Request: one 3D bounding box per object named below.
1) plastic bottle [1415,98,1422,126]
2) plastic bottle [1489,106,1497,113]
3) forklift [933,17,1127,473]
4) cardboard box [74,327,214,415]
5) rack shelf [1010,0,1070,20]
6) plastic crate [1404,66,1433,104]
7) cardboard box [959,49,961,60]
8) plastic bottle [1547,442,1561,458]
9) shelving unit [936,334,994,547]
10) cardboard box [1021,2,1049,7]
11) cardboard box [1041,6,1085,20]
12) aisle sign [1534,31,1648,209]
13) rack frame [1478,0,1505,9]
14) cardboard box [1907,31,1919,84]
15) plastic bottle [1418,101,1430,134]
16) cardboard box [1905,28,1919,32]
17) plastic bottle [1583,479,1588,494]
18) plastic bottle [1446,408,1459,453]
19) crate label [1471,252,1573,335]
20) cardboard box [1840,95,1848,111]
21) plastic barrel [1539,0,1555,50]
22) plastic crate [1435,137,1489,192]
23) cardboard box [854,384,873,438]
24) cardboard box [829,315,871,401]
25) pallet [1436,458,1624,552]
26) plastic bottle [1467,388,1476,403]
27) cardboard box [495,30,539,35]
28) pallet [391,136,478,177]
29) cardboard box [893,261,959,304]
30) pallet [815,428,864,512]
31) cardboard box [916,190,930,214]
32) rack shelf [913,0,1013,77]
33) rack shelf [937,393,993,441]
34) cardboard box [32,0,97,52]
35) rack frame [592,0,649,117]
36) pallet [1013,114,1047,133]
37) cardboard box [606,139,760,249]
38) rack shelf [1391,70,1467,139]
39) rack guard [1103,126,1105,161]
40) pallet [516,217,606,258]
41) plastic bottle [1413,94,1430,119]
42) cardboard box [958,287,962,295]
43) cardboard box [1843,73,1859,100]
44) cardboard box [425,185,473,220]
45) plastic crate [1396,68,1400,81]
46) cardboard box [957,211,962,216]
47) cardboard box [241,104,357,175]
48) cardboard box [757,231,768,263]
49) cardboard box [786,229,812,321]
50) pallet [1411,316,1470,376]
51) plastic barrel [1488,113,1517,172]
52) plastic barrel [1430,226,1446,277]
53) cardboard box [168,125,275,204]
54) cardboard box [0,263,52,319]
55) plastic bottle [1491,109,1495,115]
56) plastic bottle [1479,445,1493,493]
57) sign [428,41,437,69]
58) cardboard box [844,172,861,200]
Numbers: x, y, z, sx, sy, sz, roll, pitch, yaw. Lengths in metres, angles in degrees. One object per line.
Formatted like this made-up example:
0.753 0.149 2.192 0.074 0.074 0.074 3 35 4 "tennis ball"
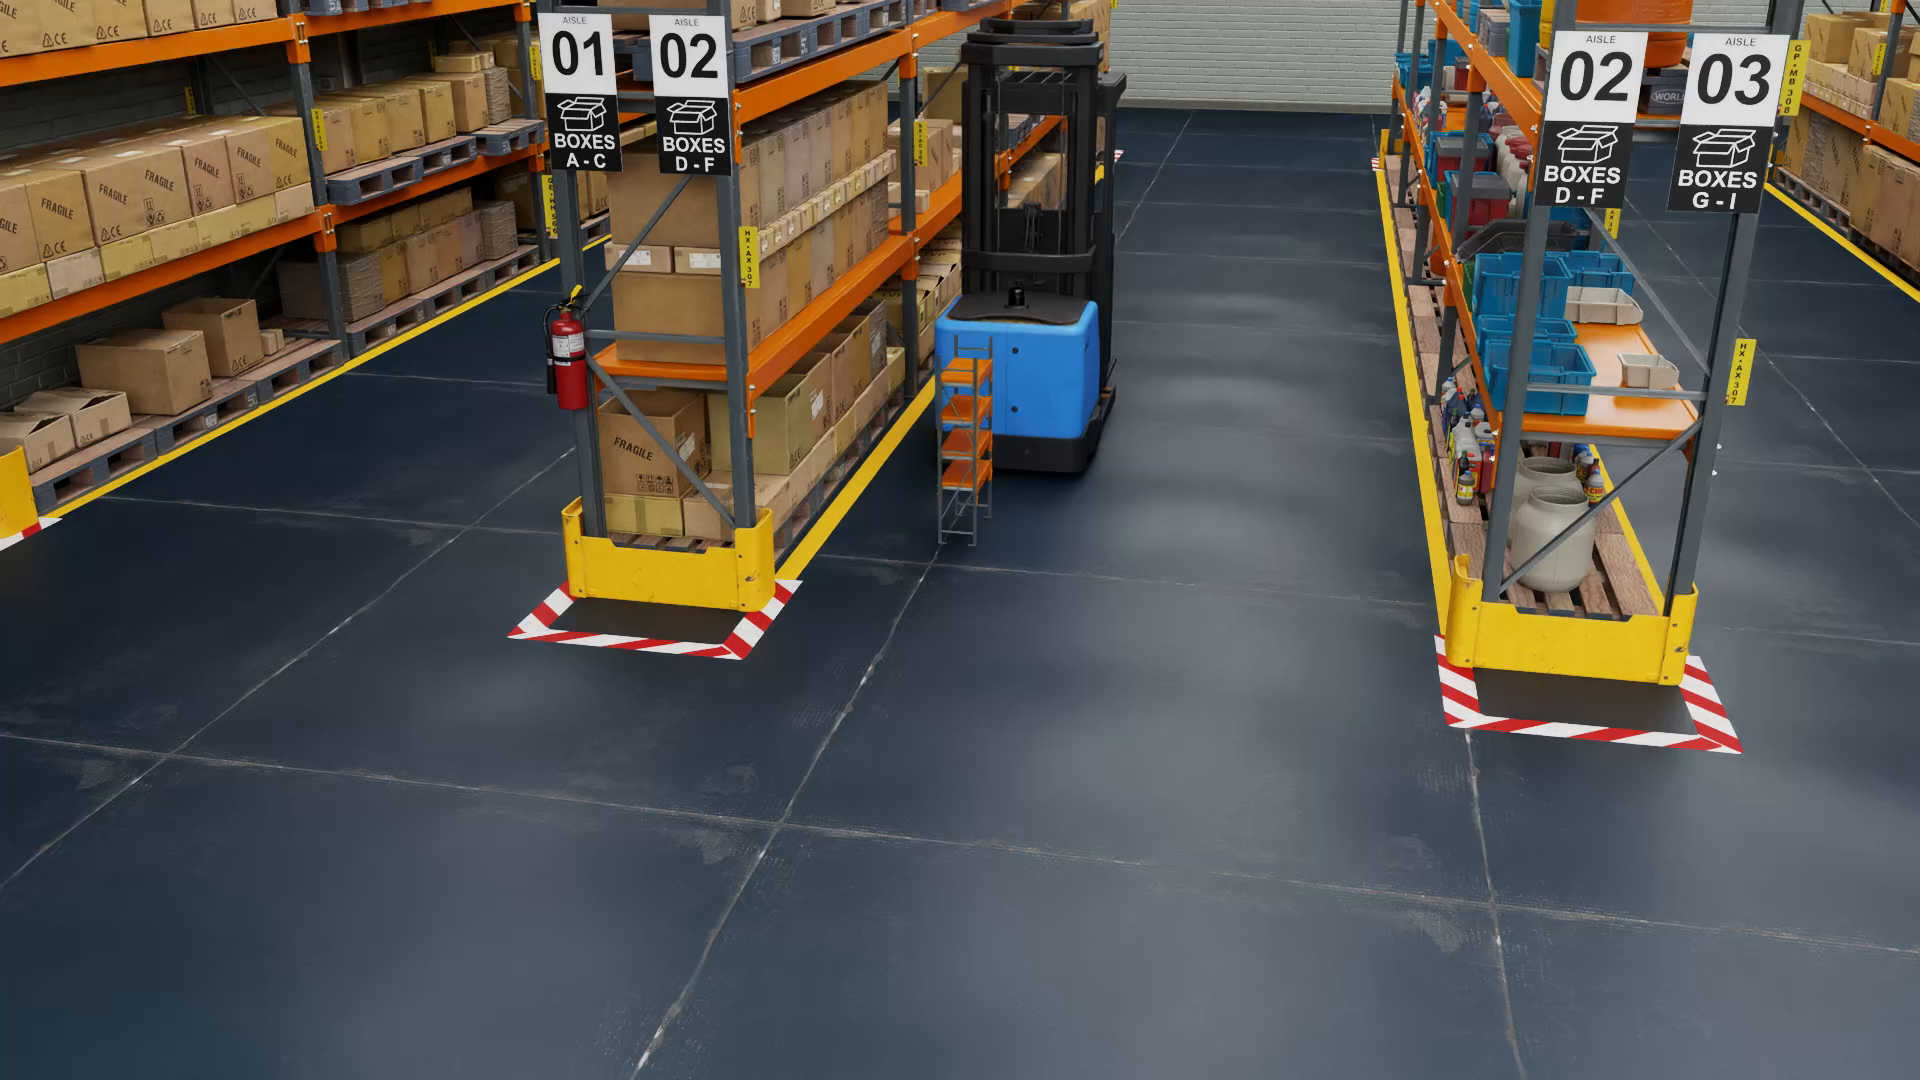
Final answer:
4.969 -4.627 17.984 0.061 0.283 0.133 4 22 11 "plastic bottle"
5.626 -4.429 17.502 0.152 0.276 0.135 4 22 11 "plastic bottle"
0.601 -2.335 12.227 1.130 2.935 3.031 4 22 10 "forklift"
-5.961 -1.238 12.169 0.700 0.500 0.500 3 22 8 "cardboard box"
0.386 -5.813 17.719 1.077 0.370 4.000 4 22 11 "rack shelf"
5.404 -5.325 19.501 0.392 0.384 0.575 4 22 11 "plastic crate"
0.400 -5.315 18.840 0.700 0.500 0.500 8 23 19 "cardboard box"
3.914 -0.629 10.947 0.061 0.283 0.133 4 22 11 "plastic bottle"
0.034 -0.617 10.280 0.258 1.200 0.503 4 22 11 "shelving unit"
0.849 -6.573 21.188 0.500 0.500 0.500 5 22 11 "cardboard box"
1.270 -6.336 20.599 0.500 0.500 0.500 4 22 9 "cardboard box"
2.888 -1.921 7.629 0.394 0.787 0.004 4 22 11 "aisle sign"
4.010 -4.965 10.635 1.000 3.000 0.127 4 22 11 "rack frame"
10.369 -5.008 17.295 0.797 0.503 0.637 4 22 10 "cardboard box"
4.862 -4.392 17.309 0.144 0.351 0.185 4 22 11 "plastic bottle"
10.947 -5.482 18.748 0.500 0.500 0.500 4 22 11 "cardboard box"
3.890 -0.302 10.246 0.097 0.201 0.097 0 22 0 "plastic bottle"
3.326 -0.736 11.213 0.061 0.283 0.133 5 23 13 "plastic bottle"
3.305 -1.429 9.840 0.502 0.435 0.616 4 22 11 "crate label"
10.390 -5.032 19.169 0.380 0.149 0.250 5 22 12 "cardboard box"
3.302 -2.819 8.509 0.600 0.588 0.600 0 22 0 "plastic barrel"
4.197 -3.107 13.967 0.402 0.464 0.583 4 22 11 "plastic crate"
-0.918 -0.928 11.761 0.500 0.250 0.500 4 22 11 "cardboard box"
-0.931 -1.277 11.623 0.500 0.500 0.500 4 22 11 "cardboard box"
3.585 -0.198 10.564 1.003 0.211 1.213 4 22 11 "pallet"
3.581 -0.915 11.656 0.061 0.283 0.133 4 22 11 "plastic bottle"
-4.817 -5.504 18.441 0.500 0.250 0.500 4 22 10 "cardboard box"
-5.236 -3.584 15.494 1.003 0.211 1.213 4 22 11 "pallet"
-0.299 -2.245 14.279 0.500 0.311 0.500 4 22 9 "cardboard box"
-1.288 -0.532 11.392 1.003 0.211 1.213 4 22 11 "pallet"
-0.458 -2.753 13.510 0.380 0.149 0.250 4 22 11 "cardboard box"
-0.430 -4.350 14.087 1.077 0.370 4.000 4 22 11 "rack shelf"
0.034 -0.762 10.221 0.258 0.148 0.480 4 22 11 "rack shelf"
-5.945 -3.408 10.626 0.500 0.500 0.500 6 23 13 "cardboard box"
-4.056 -5.863 20.896 1.000 3.000 0.127 4 22 11 "rack frame"
0.370 -4.646 18.132 1.003 0.211 1.213 4 22 11 "pallet"
-1.536 -1.935 9.273 0.700 0.500 0.500 5 22 11 "cardboard box"
6.050 -5.505 20.971 1.077 0.370 4.000 4 22 11 "rack shelf"
1.595 -5.762 23.992 1.175 0.500 0.348 4 22 11 "rack guard"
-4.638 -3.389 18.486 1.003 0.211 1.213 4 22 11 "pallet"
5.100 -4.776 18.363 0.152 0.276 0.135 4 22 11 "plastic bottle"
-0.200 -2.171 14.848 0.500 0.250 0.500 5 22 12 "cardboard box"
10.427 -5.169 18.977 0.500 0.250 0.500 5 23 13 "cardboard box"
-5.146 -3.321 16.339 0.500 0.250 0.500 5 22 12 "cardboard box"
5.801 -6.052 21.637 0.250 0.136 0.298 4 22 11 "plastic crate"
-0.061 -3.428 17.608 0.500 0.500 0.500 5 23 13 "cardboard box"
-5.551 -3.371 13.986 0.700 0.500 0.500 5 22 11 "cardboard box"
-1.313 -1.669 9.481 0.380 0.149 0.250 4 22 10 "cardboard box"
-1.337 -1.688 10.395 0.700 0.500 0.500 5 22 11 "cardboard box"
4.379 -1.626 14.109 1.003 0.211 1.213 4 22 11 "pallet"
5.028 -3.515 14.884 0.600 0.536 0.708 4 22 11 "plastic barrel"
4.909 -3.013 16.163 0.600 0.830 0.708 4 22 11 "plastic barrel"
-5.579 -2.845 12.573 0.500 0.500 0.500 4 22 11 "cardboard box"
-6.094 -1.568 10.406 0.500 0.250 0.500 4 22 9 "cardboard box"
5.542 -4.338 17.283 0.097 0.271 0.097 0 22 0 "plastic bottle"
3.322 -0.450 10.504 0.061 0.283 0.133 4 22 11 "plastic bottle"
-5.416 -4.978 17.149 0.100 0.325 0.005 4 22 11 "sign"
-0.894 -2.420 11.346 0.380 0.149 0.250 4 22 11 "cardboard box"
